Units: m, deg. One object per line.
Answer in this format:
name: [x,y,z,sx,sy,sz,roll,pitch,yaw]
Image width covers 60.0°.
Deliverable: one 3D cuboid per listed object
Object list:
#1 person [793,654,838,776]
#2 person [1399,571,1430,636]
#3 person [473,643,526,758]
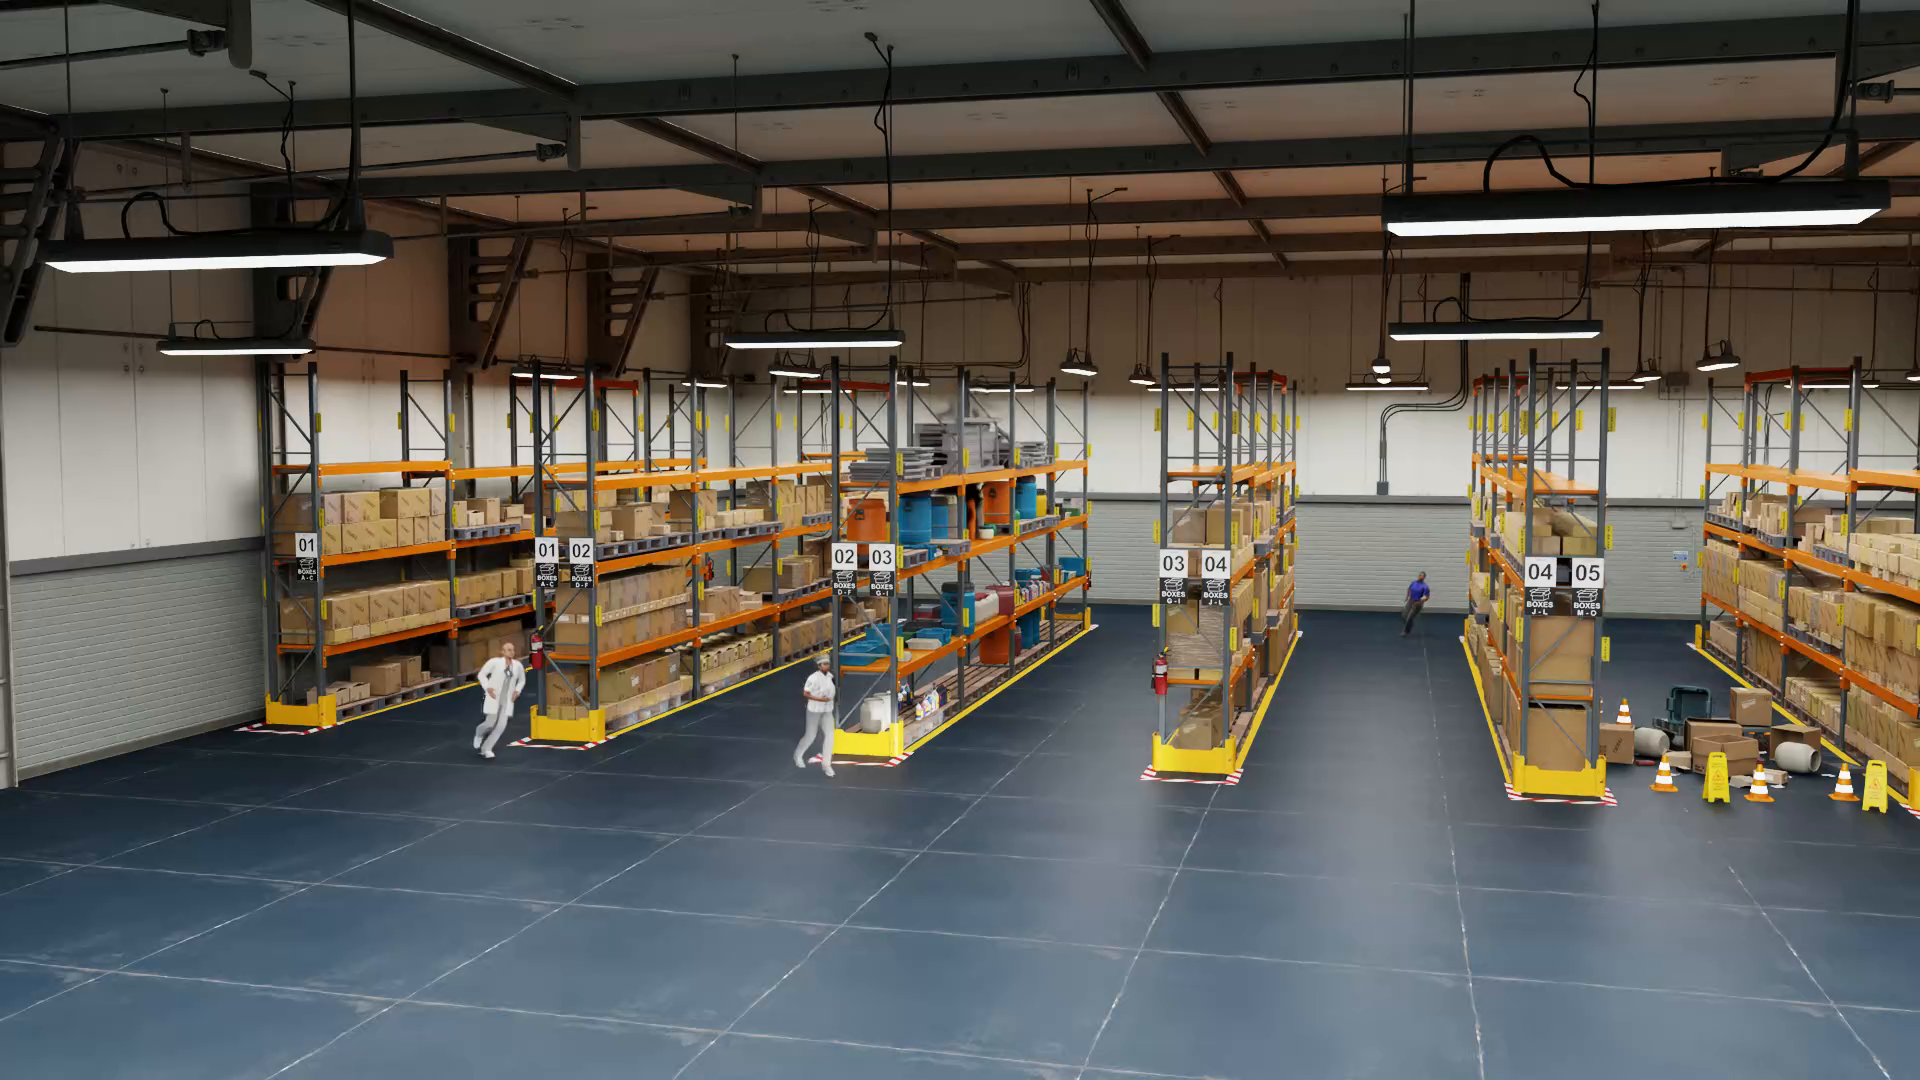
person: [-2.004,2.471,23.831,0.591,1.704,0.874,-3,5,-39]
person: [10.614,1.493,38.853,0.777,1.547,0.556,4,6,45]
person: [-6.944,2.492,25.163,0.749,1.492,0.655,-3,5,-33]
